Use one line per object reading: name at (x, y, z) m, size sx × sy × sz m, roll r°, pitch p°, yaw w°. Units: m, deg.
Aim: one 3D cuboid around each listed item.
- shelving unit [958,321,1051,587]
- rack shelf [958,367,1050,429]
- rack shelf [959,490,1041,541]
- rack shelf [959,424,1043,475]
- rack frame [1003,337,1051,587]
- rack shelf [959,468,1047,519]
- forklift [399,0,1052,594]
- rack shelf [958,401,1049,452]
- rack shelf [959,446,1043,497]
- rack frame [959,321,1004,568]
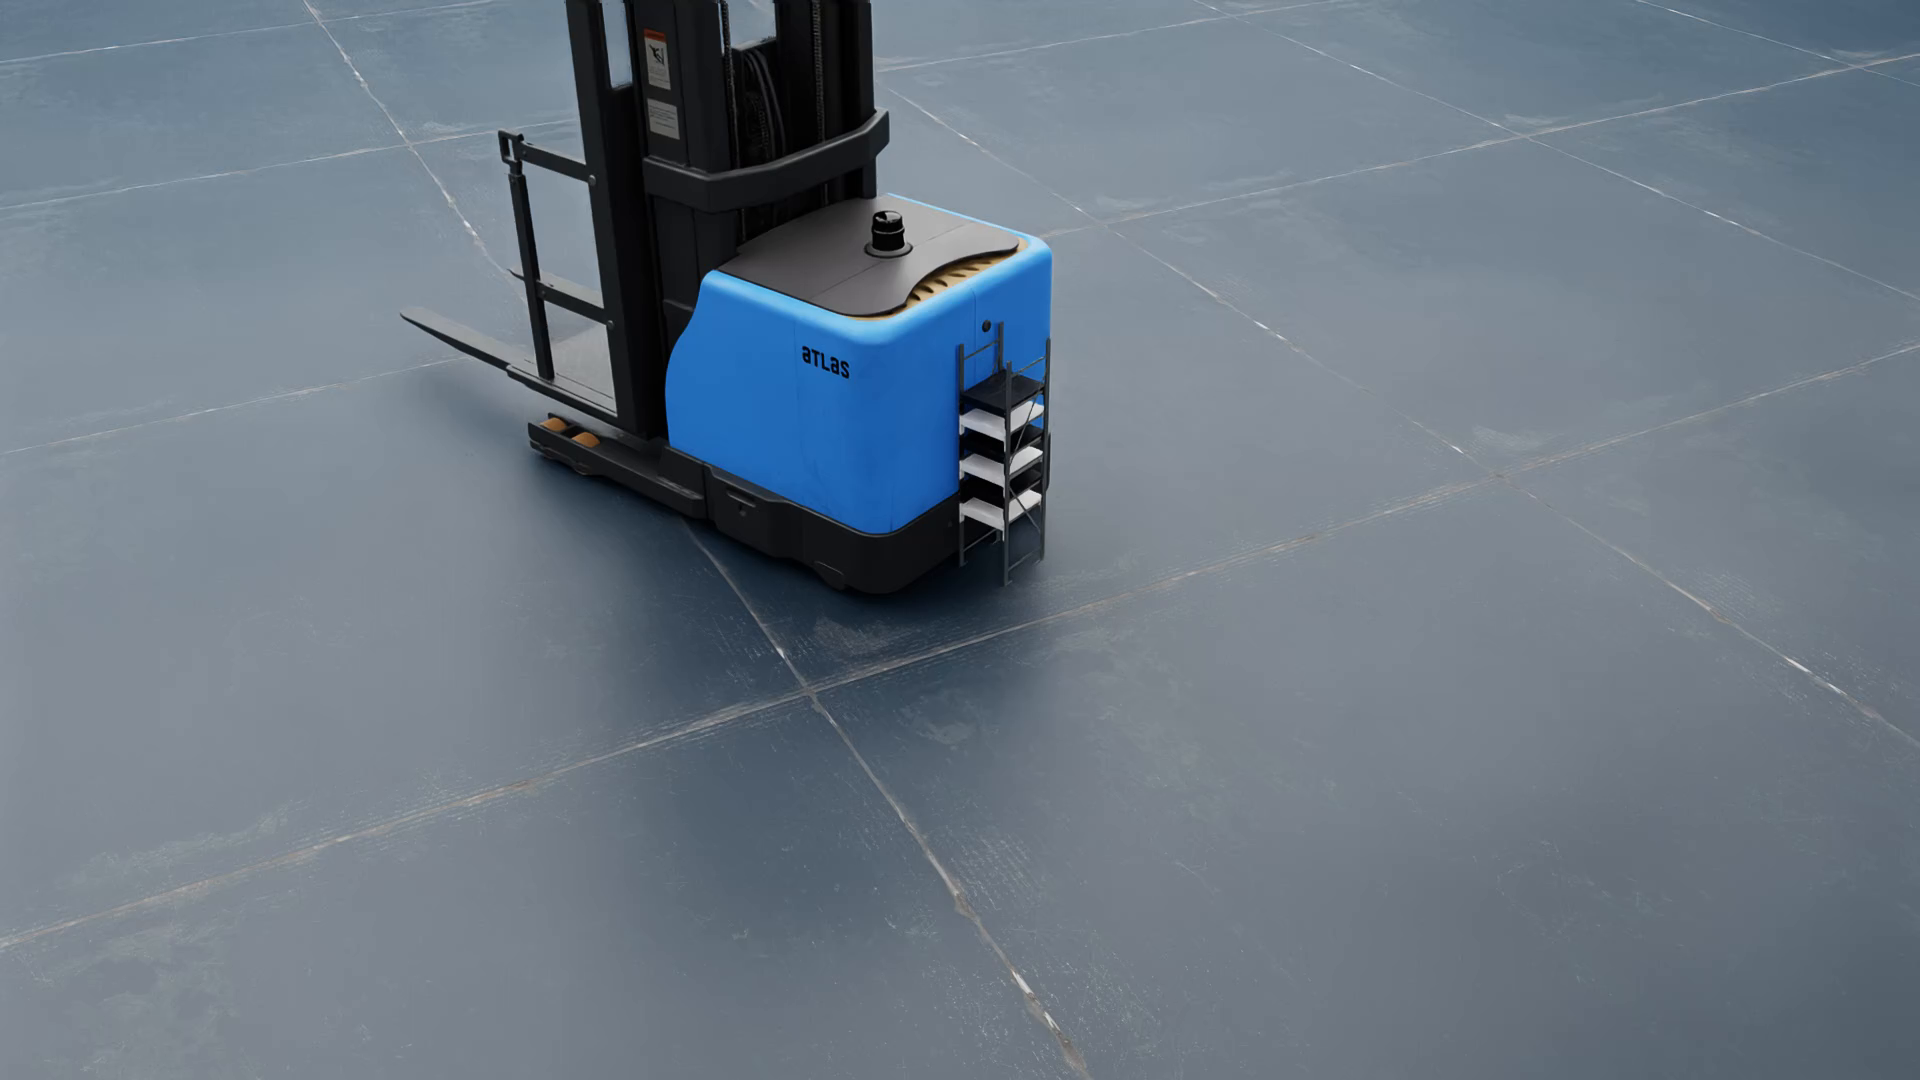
shelving unit at (0.153, -0.294, 5.874) m, size 0.210 × 0.900 × 0.258 m, roll 23°, pitch 39°, yaw 32°
rack shelf at (0.153, -0.493, 5.747) m, size 0.200 × 0.077 × 0.258 m, roll 23°, pitch 39°, yaw 32°
rack shelf at (0.153, -0.114, 5.989) m, size 0.200 × 0.077 × 0.258 m, roll 23°, pitch 39°, yaw 32°
rack shelf at (0.153, -0.342, 5.844) m, size 0.200 × 0.077 × 0.258 m, roll 23°, pitch 39°, yaw 32°
rack frame at (0.232, -0.259, 5.821) m, size 0.006 × 0.900 × 0.240 m, roll 23°, pitch 39°, yaw 32°
rack shelf at (0.153, -0.190, 5.941) m, size 0.200 × 0.077 × 0.258 m, roll 23°, pitch 39°, yaw 32°
forklift at (-1.119, -1.693, 6.176) m, size 3.031 × 2.935 × 1.130 m, roll 23°, pitch 39°, yaw 32°
rack shelf at (0.153, -0.417, 5.795) m, size 0.200 × 0.077 × 0.258 m, roll 23°, pitch 39°, yaw 32°
rack shelf at (0.153, -0.266, 5.892) m, size 0.200 × 0.077 × 0.258 m, roll 23°, pitch 39°, yaw 32°
rack frame at (0.074, -0.328, 5.928) m, size 0.006 × 0.900 × 0.240 m, roll 23°, pitch 39°, yaw 32°
